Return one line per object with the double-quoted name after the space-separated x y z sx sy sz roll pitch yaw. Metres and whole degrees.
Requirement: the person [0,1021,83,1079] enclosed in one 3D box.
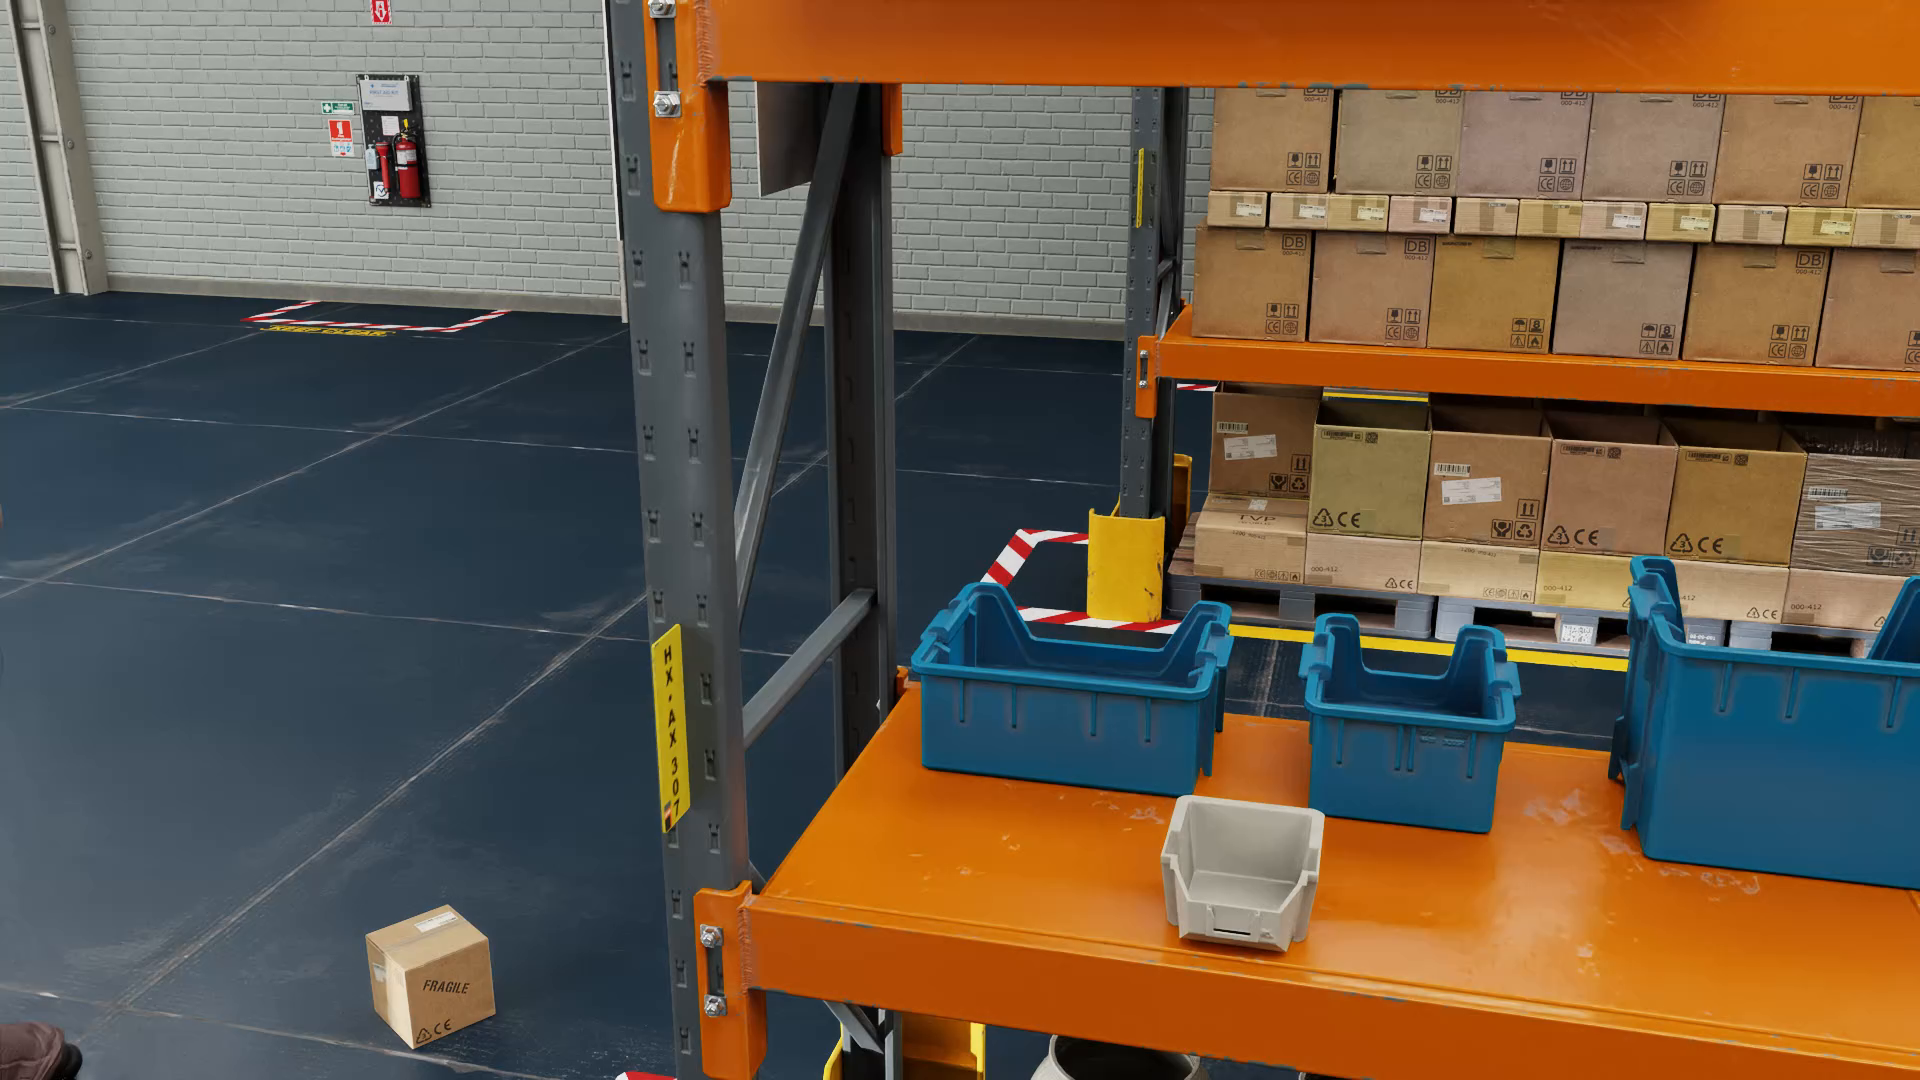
-2.577 0.773 3.708 0.537 1.689 0.902 16 24 40 "person"
